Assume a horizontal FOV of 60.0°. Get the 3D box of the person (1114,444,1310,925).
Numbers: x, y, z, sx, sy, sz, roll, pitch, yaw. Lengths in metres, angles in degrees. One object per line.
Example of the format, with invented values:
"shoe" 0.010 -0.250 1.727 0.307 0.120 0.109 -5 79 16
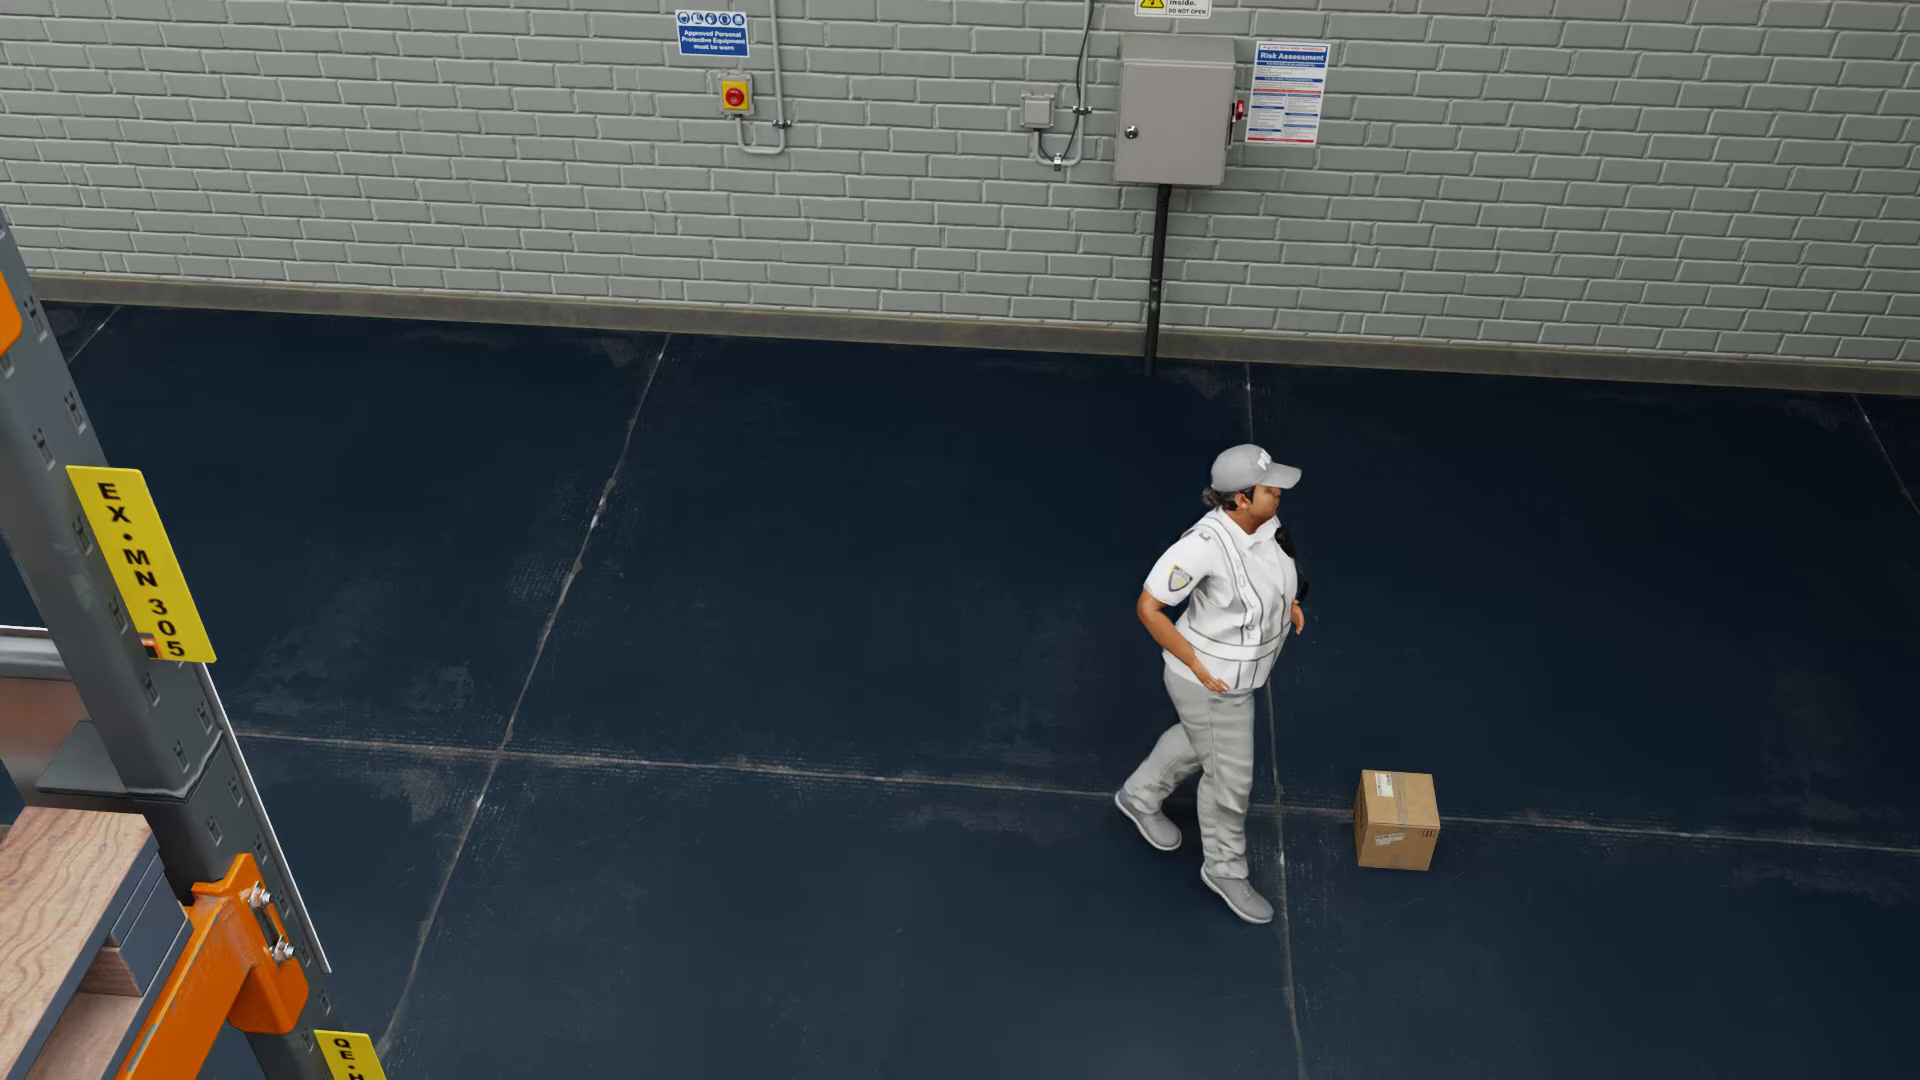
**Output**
"person" 0.930 0.443 5.640 0.694 1.664 0.687 19 44 21
